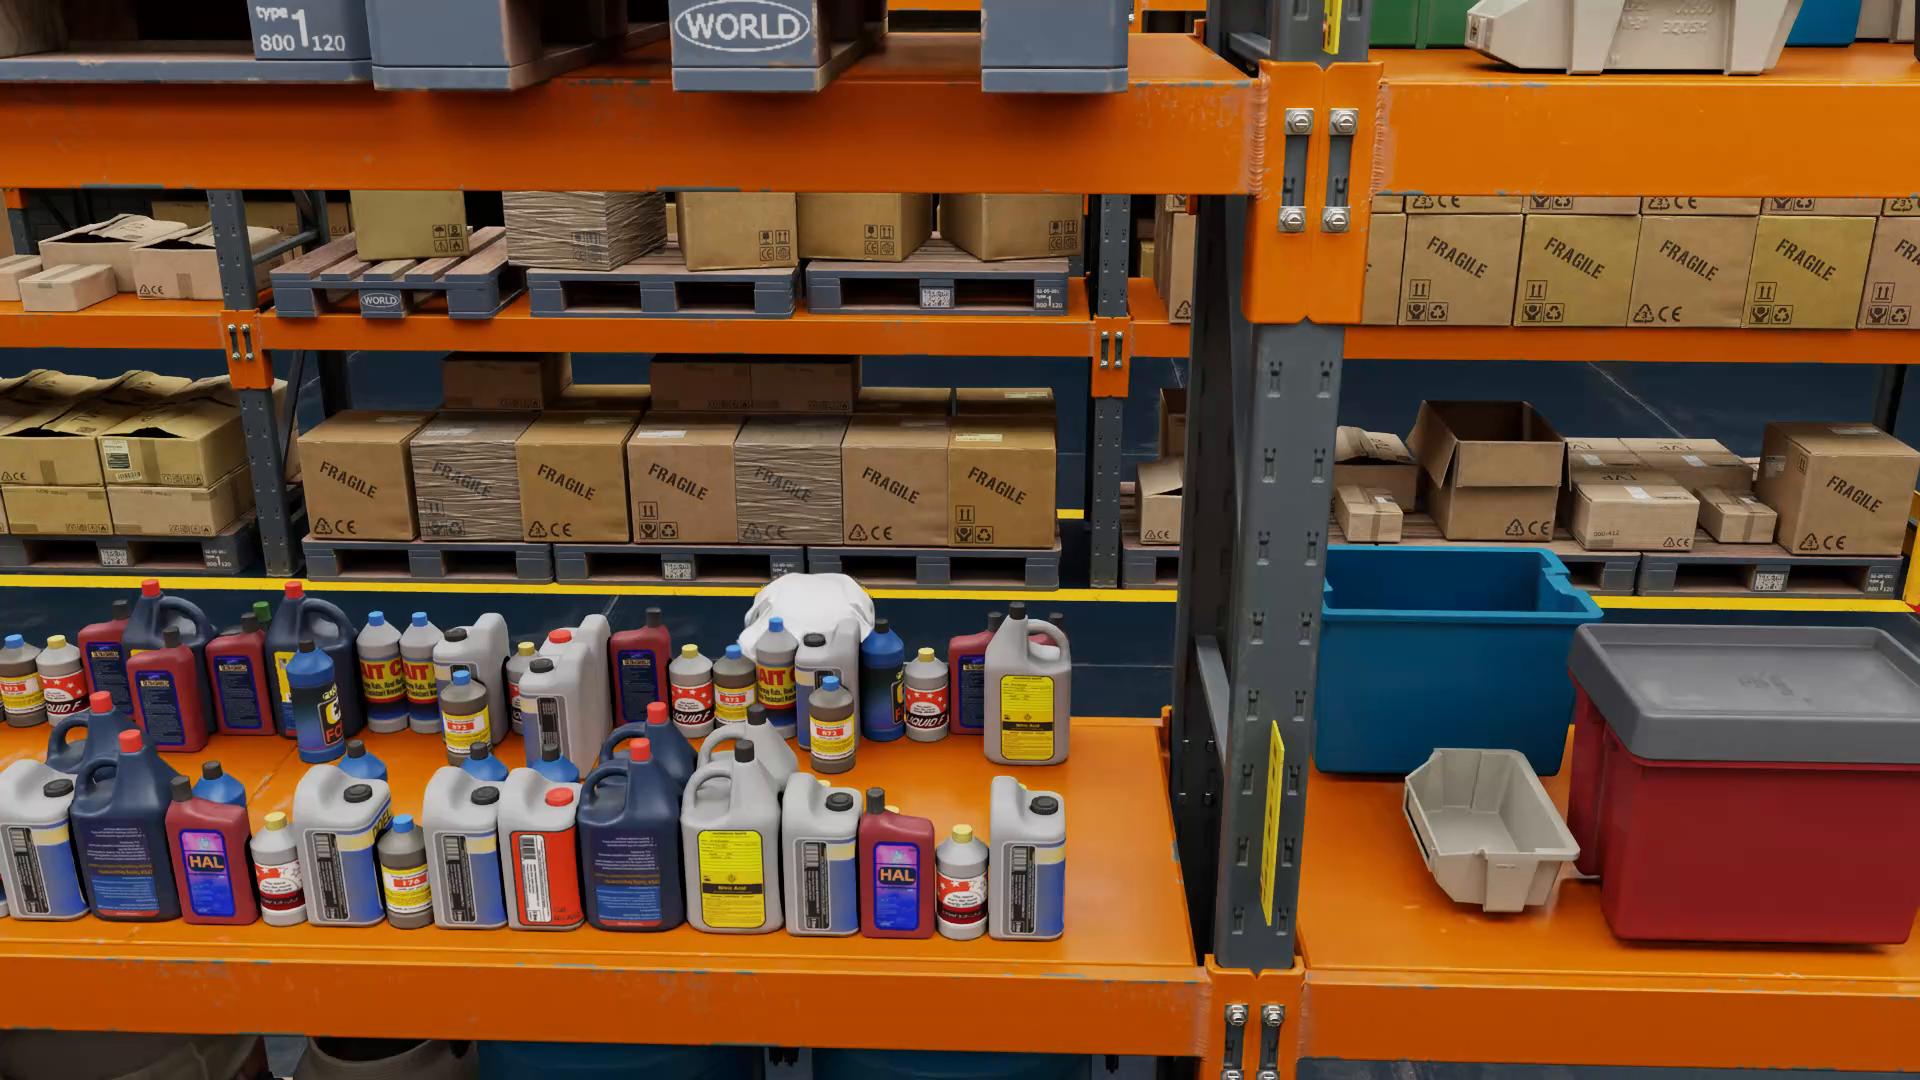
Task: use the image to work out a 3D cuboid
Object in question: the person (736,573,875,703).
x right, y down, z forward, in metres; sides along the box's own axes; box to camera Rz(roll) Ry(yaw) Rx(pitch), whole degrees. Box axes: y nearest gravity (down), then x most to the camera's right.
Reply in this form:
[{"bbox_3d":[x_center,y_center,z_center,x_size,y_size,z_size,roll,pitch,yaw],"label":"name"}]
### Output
[{"bbox_3d":[-0.457,0.662,5.174,0.520,1.157,0.947,0,21,-1],"label":"person"}]
